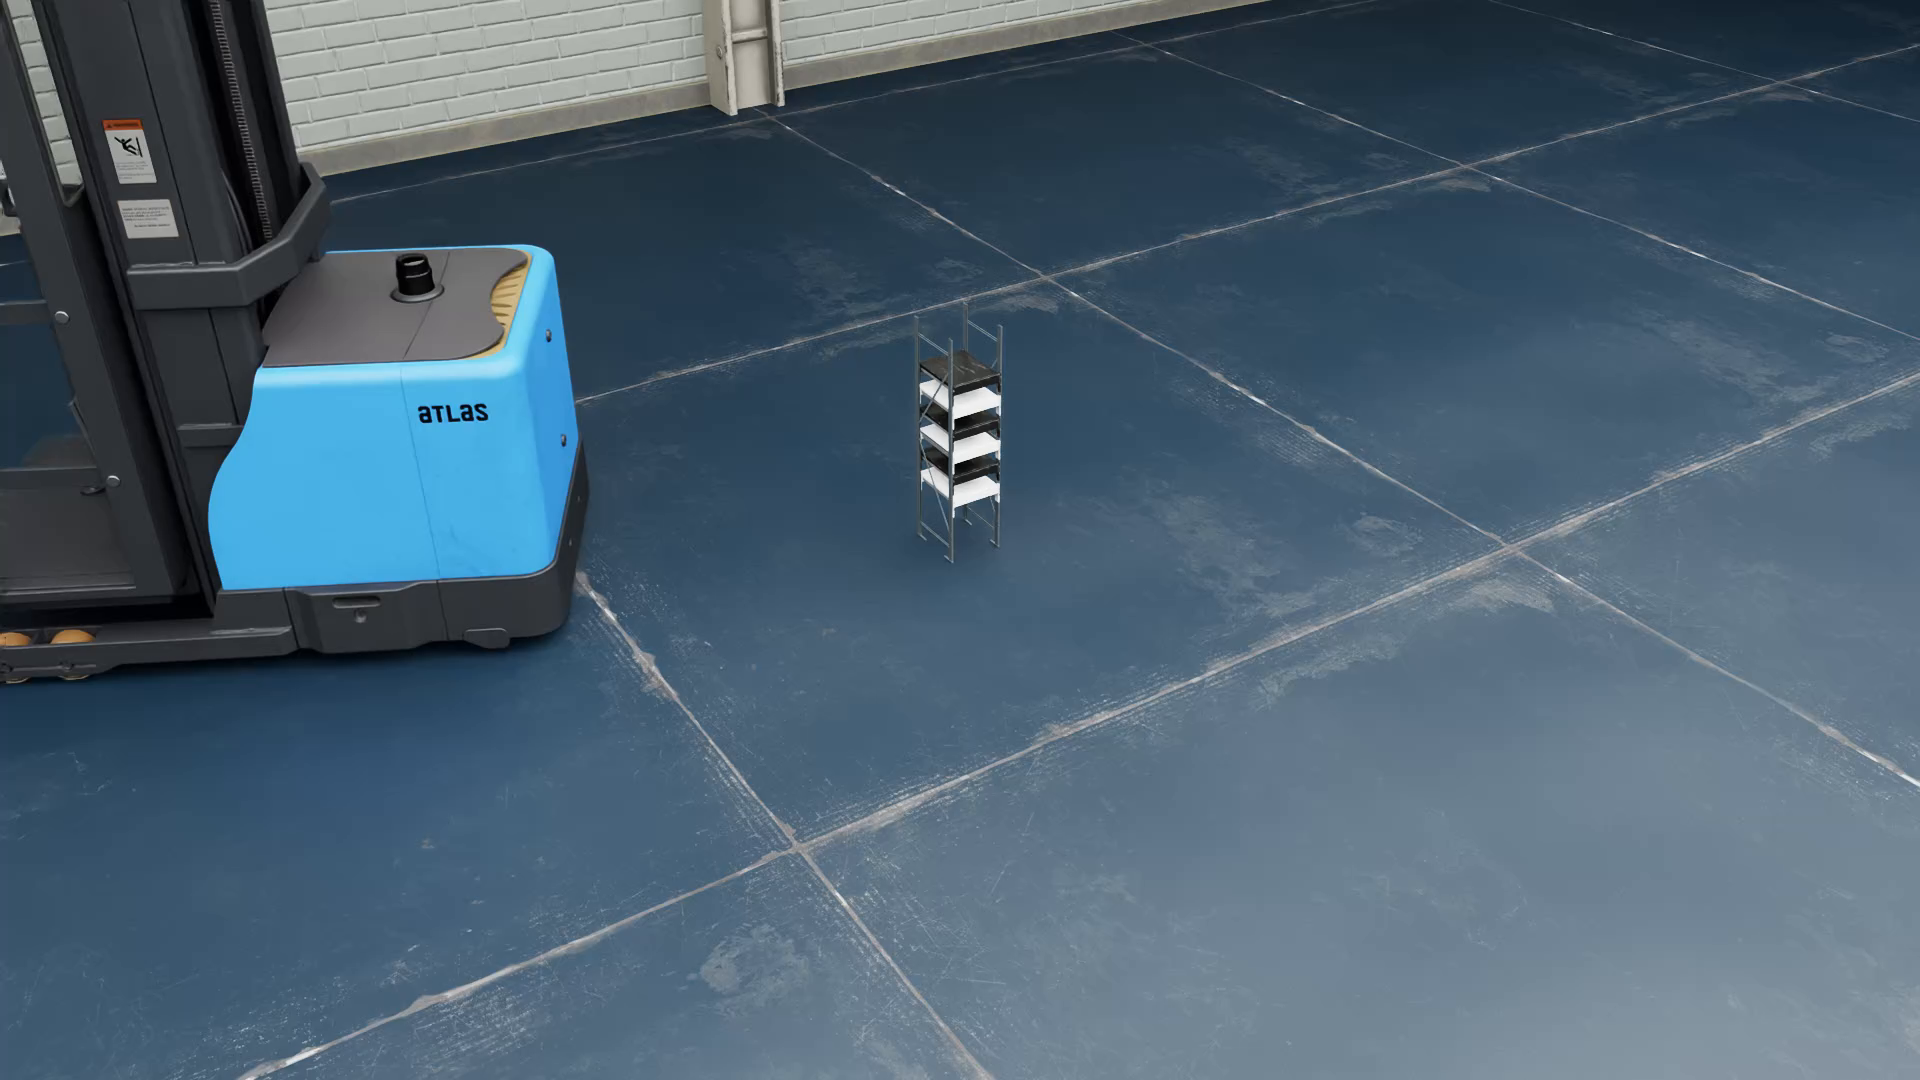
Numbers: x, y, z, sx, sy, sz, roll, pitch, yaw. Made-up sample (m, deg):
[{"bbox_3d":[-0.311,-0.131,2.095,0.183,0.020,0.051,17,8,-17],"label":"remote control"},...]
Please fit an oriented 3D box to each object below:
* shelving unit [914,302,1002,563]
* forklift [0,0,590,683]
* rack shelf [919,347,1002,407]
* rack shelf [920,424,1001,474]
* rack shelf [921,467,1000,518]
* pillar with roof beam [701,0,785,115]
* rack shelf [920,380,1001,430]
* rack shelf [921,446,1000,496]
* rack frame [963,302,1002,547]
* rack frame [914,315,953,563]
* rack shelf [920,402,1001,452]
[{"bbox_3d":[-0.007,-0.378,6.006,0.210,0.900,0.258,-19,37,-27],"label":"shelving unit"},{"bbox_3d":[-2.895,-1.062,5.186,3.031,2.935,1.130,-3,32,-5],"label":"forklift"},{"bbox_3d":[-0.007,-0.578,5.880,0.200,0.077,0.258,-19,37,-27],"label":"rack shelf"},{"bbox_3d":[-0.007,-0.350,6.024,0.200,0.077,0.258,-19,37,-27],"label":"rack shelf"},{"bbox_3d":[-0.007,-0.198,6.120,0.200,0.077,0.258,-19,37,-27],"label":"rack shelf"},{"bbox_3d":[0.963,-4.681,5.236,0.400,9.000,9.100,-19,37,-27],"label":"pillar with roof beam"},{"bbox_3d":[-0.007,-0.502,5.928,0.200,0.077,0.258,-19,37,-27],"label":"rack shelf"},{"bbox_3d":[-0.007,-0.274,6.072,0.200,0.077,0.258,-19,37,-27],"label":"rack shelf"},{"bbox_3d":[0.079,-0.408,6.053,0.006,0.900,0.240,-19,37,-27],"label":"rack frame"},{"bbox_3d":[-0.092,-0.349,5.960,0.006,0.900,0.240,-19,37,-27],"label":"rack frame"},{"bbox_3d":[-0.007,-0.426,5.976,0.200,0.077,0.258,-19,37,-27],"label":"rack shelf"}]
